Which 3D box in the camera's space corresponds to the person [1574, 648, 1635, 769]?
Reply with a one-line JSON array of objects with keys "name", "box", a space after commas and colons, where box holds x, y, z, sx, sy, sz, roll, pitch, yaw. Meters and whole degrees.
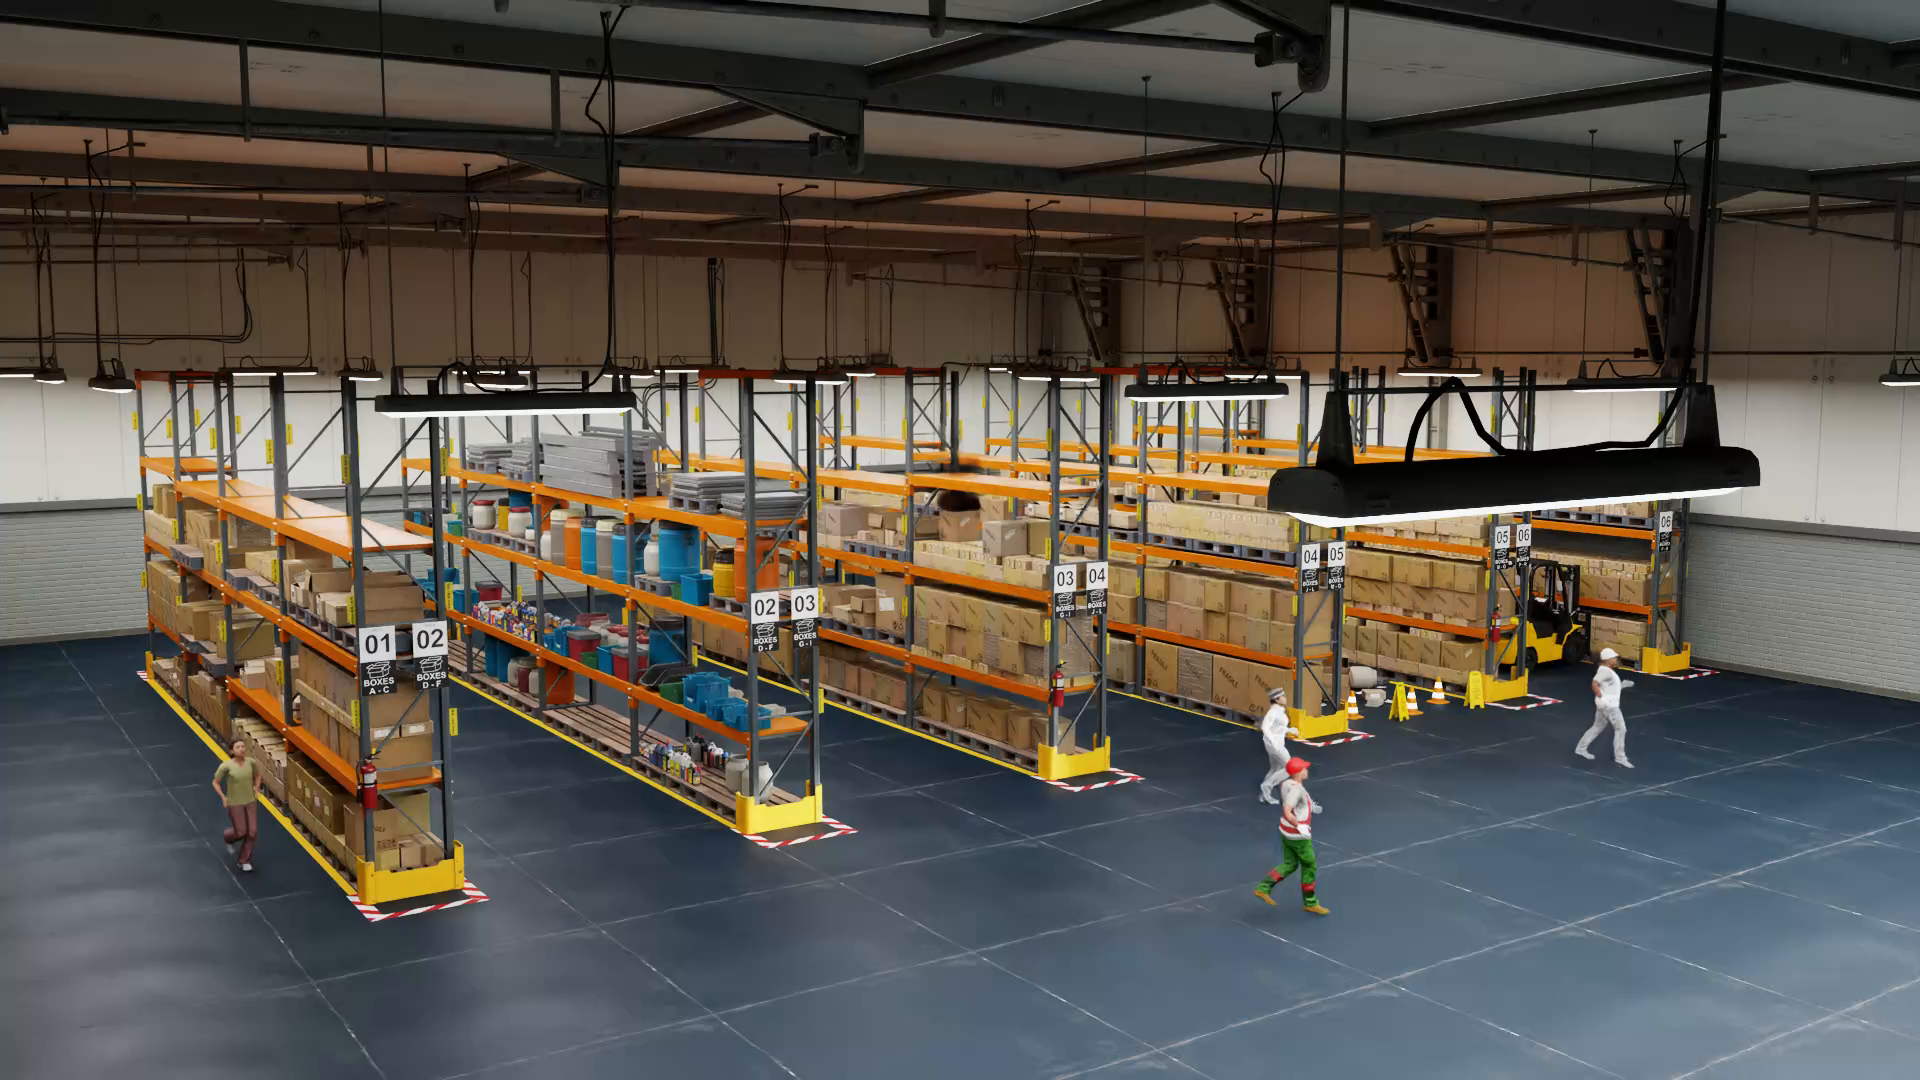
[{"name": "person", "box": [9.896, 2.563, 25.449, 0.853, 1.830, 0.672, 1, 7, 10]}]

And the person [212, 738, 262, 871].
[{"name": "person", "box": [-8.853, 3.227, 20.449, 0.581, 1.626, 0.565, -6, 9, -43]}]

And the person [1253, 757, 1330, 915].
[{"name": "person", "box": [3.756, 3.326, 18.712, 0.862, 1.796, 0.651, -1, 6, -6]}]

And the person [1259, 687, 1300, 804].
[{"name": "person", "box": [4.492, 2.876, 23.341, 0.542, 1.661, 0.598, 1, 7, 9]}]
